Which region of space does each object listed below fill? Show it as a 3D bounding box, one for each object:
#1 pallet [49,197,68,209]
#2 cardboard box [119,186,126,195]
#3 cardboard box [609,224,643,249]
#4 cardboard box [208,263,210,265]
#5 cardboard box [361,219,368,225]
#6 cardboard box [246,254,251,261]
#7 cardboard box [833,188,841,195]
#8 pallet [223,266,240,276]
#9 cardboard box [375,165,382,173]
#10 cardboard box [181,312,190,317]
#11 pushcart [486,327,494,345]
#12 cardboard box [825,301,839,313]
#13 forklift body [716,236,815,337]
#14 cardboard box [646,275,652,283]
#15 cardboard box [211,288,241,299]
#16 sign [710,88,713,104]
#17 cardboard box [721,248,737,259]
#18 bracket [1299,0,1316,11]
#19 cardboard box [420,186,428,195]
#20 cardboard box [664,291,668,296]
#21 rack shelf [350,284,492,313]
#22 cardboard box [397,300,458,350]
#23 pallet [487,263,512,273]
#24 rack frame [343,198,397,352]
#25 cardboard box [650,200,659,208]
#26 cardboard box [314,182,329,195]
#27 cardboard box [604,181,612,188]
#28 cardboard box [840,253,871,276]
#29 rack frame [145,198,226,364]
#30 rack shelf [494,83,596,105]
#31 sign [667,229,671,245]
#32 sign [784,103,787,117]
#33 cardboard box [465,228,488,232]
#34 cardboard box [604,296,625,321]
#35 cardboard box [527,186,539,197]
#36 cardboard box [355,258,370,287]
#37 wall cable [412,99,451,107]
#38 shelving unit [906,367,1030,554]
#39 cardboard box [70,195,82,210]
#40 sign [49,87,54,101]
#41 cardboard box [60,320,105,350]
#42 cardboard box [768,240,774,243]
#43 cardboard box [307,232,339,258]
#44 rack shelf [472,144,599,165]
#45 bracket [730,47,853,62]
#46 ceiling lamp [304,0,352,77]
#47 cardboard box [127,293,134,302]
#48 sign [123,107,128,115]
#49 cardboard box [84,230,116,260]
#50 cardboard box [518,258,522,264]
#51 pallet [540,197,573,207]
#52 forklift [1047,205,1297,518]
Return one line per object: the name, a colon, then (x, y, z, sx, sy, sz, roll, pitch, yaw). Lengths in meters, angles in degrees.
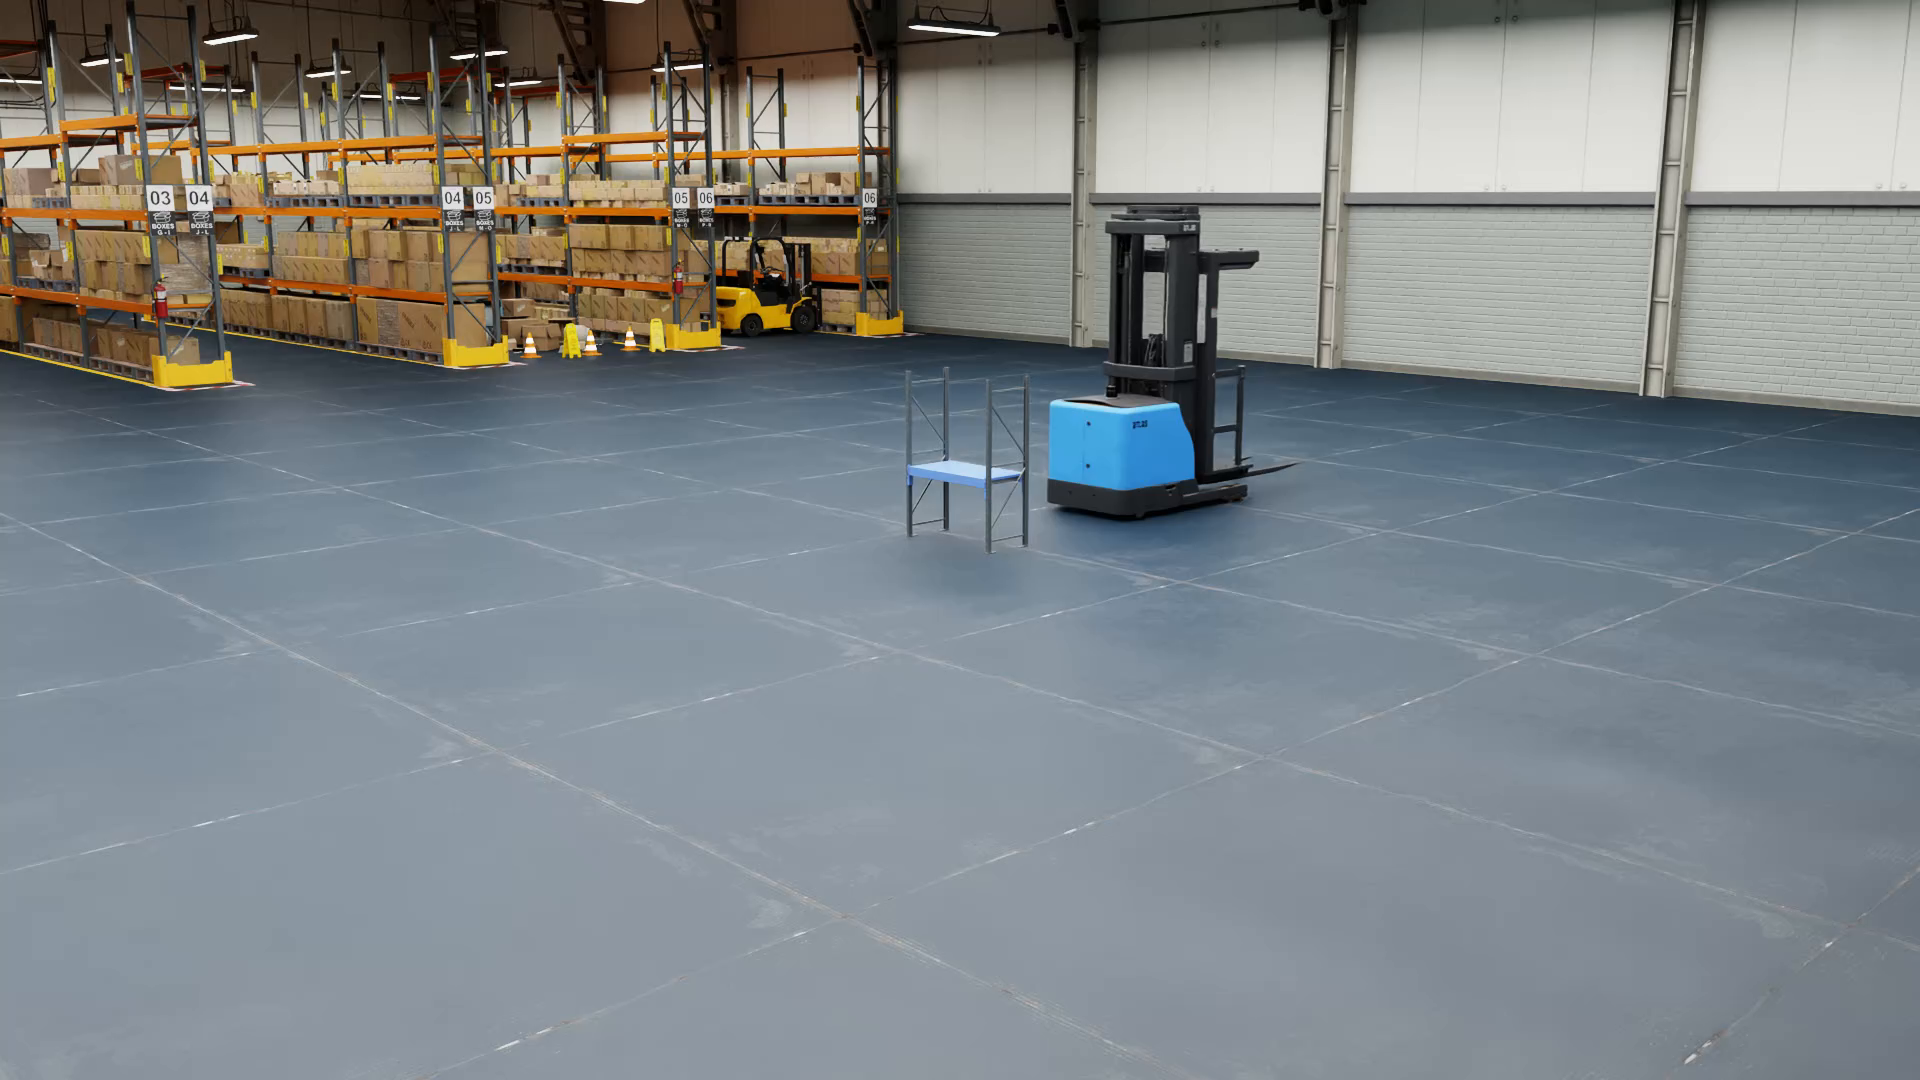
pallet: (-15.683, -6.099, 30.114, 1.213, 0.211, 1.003, -11, 16, -43)
cardboard box: (-13.542, -5.734, 27.258, 0.380, 0.149, 0.250, -11, 16, -42)
cardboard box: (-6.929, -6.370, 34.933, 0.700, 0.500, 0.500, -11, 16, -43)
cardboard box: (-16.896, -6.345, 37.859, 0.380, 0.149, 0.250, -11, 16, -42)
cardboard box: (-15.368, -8.283, 43.349, 0.250, 0.149, 0.380, 11, 16, 44)
cardboard box: (-15.295, -6.153, 36.188, 0.380, 0.149, 0.250, -10, 15, -40)
cardboard box: (-2.608, -7.786, 37.169, 0.250, 0.149, 0.380, 11, 16, 44)
pallet: (-15.836, -6.067, 37.399, 1.003, 0.211, 1.213, -11, 16, -43)
cardboard box: (-10.791, -6.999, 31.373, 0.380, 0.149, 0.250, -11, 16, -43)
cardboard box: (-18.433, -5.431, 39.864, 0.380, 0.149, 0.250, -11, 16, -43)
pushcart: (-9.781, -4.389, 35.278, 0.936, 0.377, 1.648, 6, 13, 26)
cardboard box: (-2.717, -5.313, 37.798, 0.500, 0.250, 0.500, -11, 16, -43)
forklift body: (-4.445, -5.713, 37.313, 2.313, 2.155, 1.214, -11, 16, -43)
cardboard box: (-6.234, -5.378, 34.204, 0.380, 0.149, 0.250, -11, 16, -44)
cardboard box: (-16.882, -5.665, 38.271, 0.500, 0.250, 0.500, 11, 16, 43)
sign: (-5.011, -8.924, 33.417, 0.100, 0.325, 0.005, -11, 16, -43)
cardboard box: (-5.463, -6.972, 40.450, 0.500, 0.250, 0.500, 11, 16, 44)
bracket: (6.098, -9.295, 28.805, 0.235, 0.232, 0.430, -11, 16, -43)
cardboard box: (-9.562, -6.349, 30.194, 0.380, 0.149, 0.250, -11, 16, -42)
cardboard box: (-7.789, -6.287, 43.149, 0.500, 0.500, 0.500, -10, 15, -41)
rack shelf: (-10.295, -4.649, 31.827, 1.077, 0.370, 4.000, -11, 16, -43)
cardboard box: (-10.039, -4.093, 31.568, 0.875, 0.875, 0.875, -11, 16, -43)
pallet: (-10.359, -6.399, 39.011, 1.213, 0.211, 1.003, -11, 16, -43)
rack frame: (-11.676, -5.294, 33.171, 1.000, 3.000, 0.127, -11, 16, -43)
cardboard box: (-6.048, -6.805, 33.698, 0.380, 0.149, 0.250, -11, 16, -42)
cardboard box: (-12.688, -7.093, 33.557, 0.500, 0.250, 0.500, -11, 16, -43)
cardboard box: (-7.246, -7.461, 34.904, 0.380, 0.149, 0.250, -11, 16, -43)
cardboard box: (-2.346, -6.191, 37.279, 0.500, 0.500, 0.500, -11, 16, -44)
rack frame: (-12.571, -4.033, 27.055, 1.000, 3.000, 0.127, -11, 16, -43)
rack shelf: (-11.485, -12.363, 46.167, 1.077, 0.370, 4.000, -11, 16, -43)
sign: (-5.819, -6.062, 33.248, 0.100, 0.325, 0.005, -11, 16, -43)
sign: (-4.160, -10.237, 39.594, 0.100, 0.325, 0.005, -11, 16, -43)
cardboard box: (-11.475, -7.160, 39.503, 0.500, 0.500, 0.500, 11, 16, 44)
cardboard box: (-7.219, -4.948, 35.410, 0.500, 0.500, 0.500, -10, 15, -40)
cardboard box: (-9.371, -7.814, 37.301, 0.500, 0.250, 0.500, -11, 16, -42)
cardboard box: (-11.413, -5.315, 32.903, 0.875, 0.550, 0.550, -11, 16, -43)
wall cable: (-15.838, -15.106, 52.149, 2.988, 3.039, 0.133, -11, 16, -43)
shelving unit: (0.059, -0.722, 14.700, 0.538, 1.500, 1.048, -11, 16, -43)
cardboard box: (-15.208, -5.911, 29.109, 0.500, 0.250, 0.500, 11, 16, 43)
sign: (-17.710, -8.712, 32.388, 0.100, 0.325, 0.005, -11, 16, -43)
cardboard box: (-16.445, -3.855, 31.292, 0.500, 0.500, 0.700, 10, 15, 40)
cardboard box: (-4.314, -7.092, 39.307, 0.380, 0.149, 0.250, -11, 16, -42)
cardboard box: (-13.077, -6.126, 34.488, 0.700, 0.500, 0.500, -11, 16, -43)
rack shelf: (-9.547, -8.680, 37.516, 1.077, 0.370, 4.000, -11, 16, -43)
bracket: (-3.968, -11.422, 39.131, 0.076, 0.066, 4.783, -11, 16, -43)
ceiling lamp: (-14.694, -12.537, 38.995, 0.800, 3.185, 2.000, -11, 16, -43)
cardboard box: (-13.793, -4.103, 28.017, 0.380, 0.149, 0.250, -11, 16, -43)
sign: (-20.356, -10.404, 40.597, 0.100, 0.325, 0.005, -11, 16, -43)
cardboard box: (-14.860, -5.128, 28.903, 0.500, 0.500, 0.500, -11, 16, -43)
cardboard box: (-9.891, -6.396, 38.103, 0.380, 0.149, 0.250, -10, 15, -40)
pallet: (-8.515, -7.480, 36.817, 1.213, 0.211, 1.003, -11, 16, -43)
forklift: (2.275, -1.874, 16.745, 3.031, 2.935, 1.130, -11, 16, -42)
